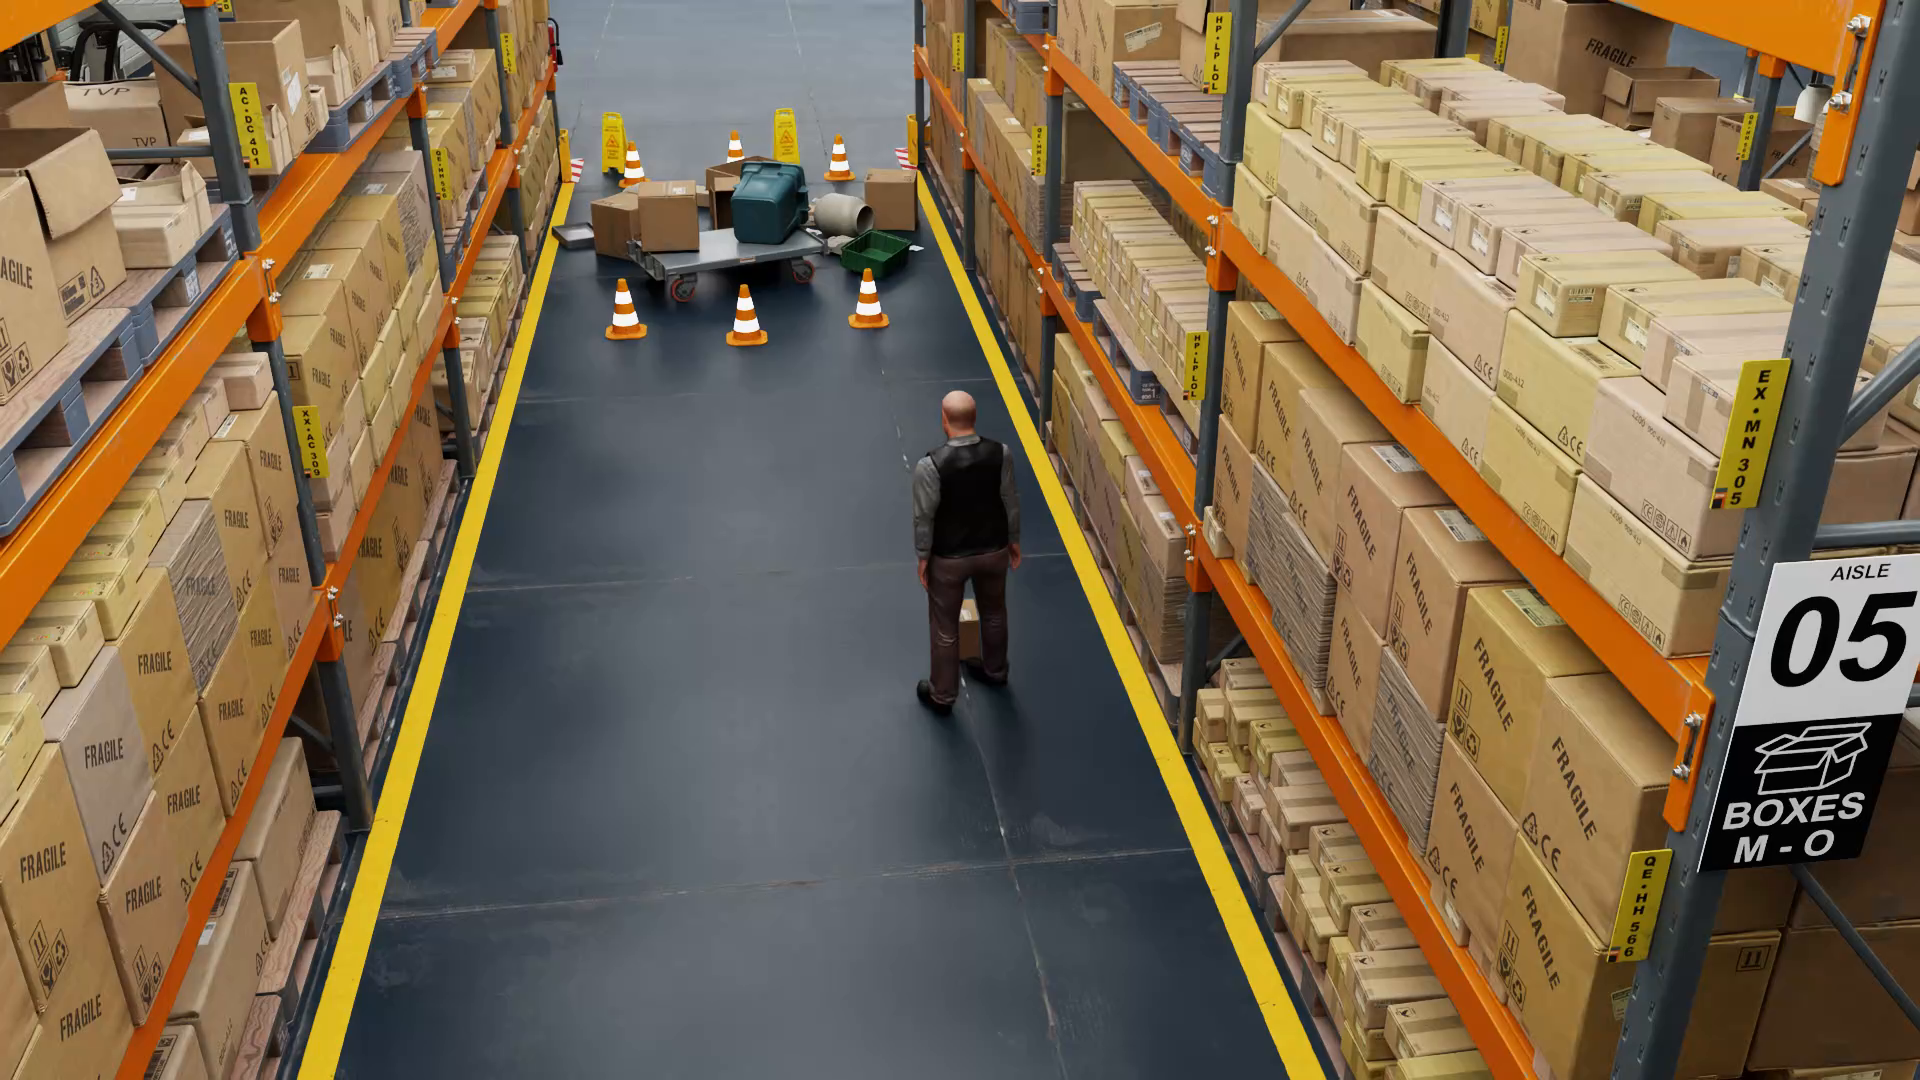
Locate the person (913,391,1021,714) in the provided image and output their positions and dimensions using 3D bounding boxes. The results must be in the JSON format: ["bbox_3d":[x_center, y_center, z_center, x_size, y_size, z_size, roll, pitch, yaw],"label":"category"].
[{"bbox_3d":[0.011,0.051,8.516,0.582,1.706,0.463,-10,29,-19],"label":"person"}]
